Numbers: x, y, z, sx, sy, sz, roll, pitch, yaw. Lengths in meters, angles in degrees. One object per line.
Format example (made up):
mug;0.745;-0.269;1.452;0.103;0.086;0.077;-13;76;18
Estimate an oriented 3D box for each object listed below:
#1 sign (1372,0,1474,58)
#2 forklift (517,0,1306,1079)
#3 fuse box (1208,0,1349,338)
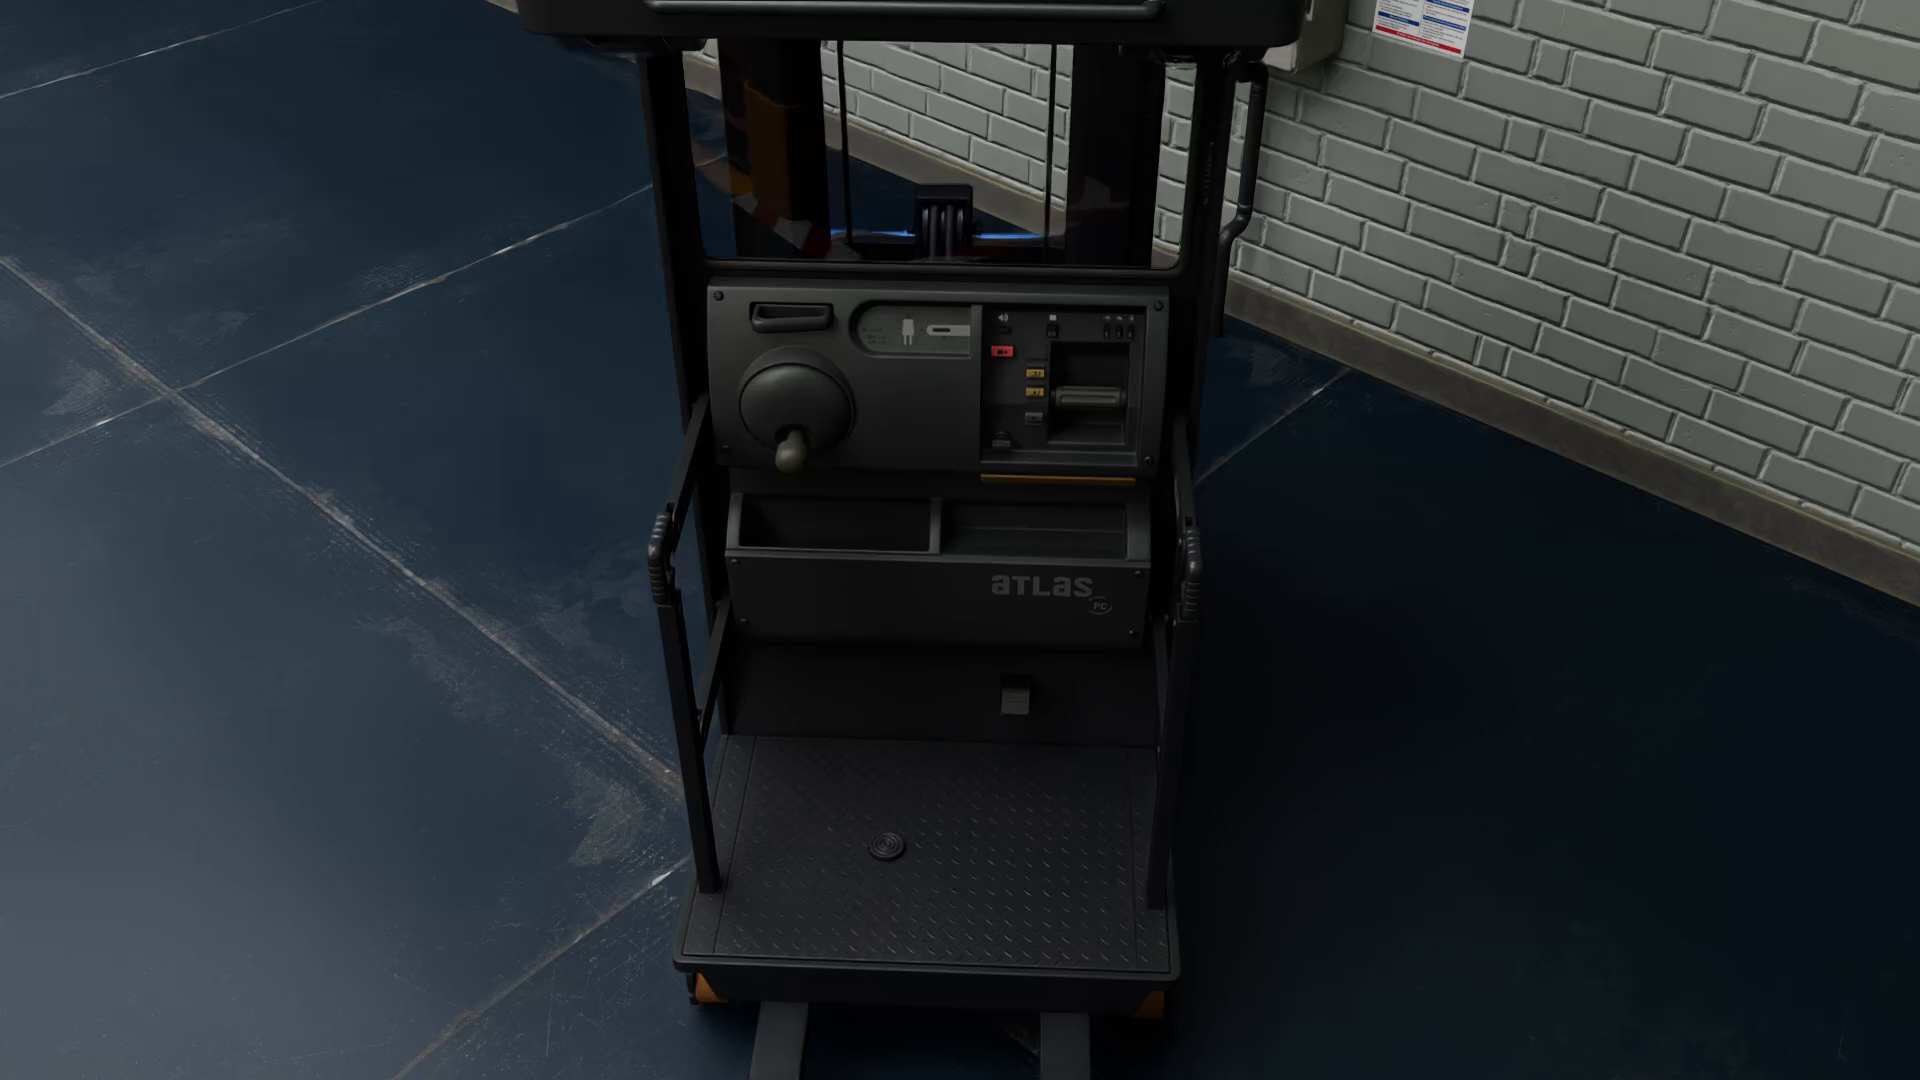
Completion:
sign;1.455;-1.771;5.143;0.329;0.494;0.001;30;47;32
forklift;-0.054;-0.249;3.209;1.130;2.935;3.031;2;39;2
fuse box;0.950;-1.416;5.656;0.539;1.711;0.414;30;47;32
